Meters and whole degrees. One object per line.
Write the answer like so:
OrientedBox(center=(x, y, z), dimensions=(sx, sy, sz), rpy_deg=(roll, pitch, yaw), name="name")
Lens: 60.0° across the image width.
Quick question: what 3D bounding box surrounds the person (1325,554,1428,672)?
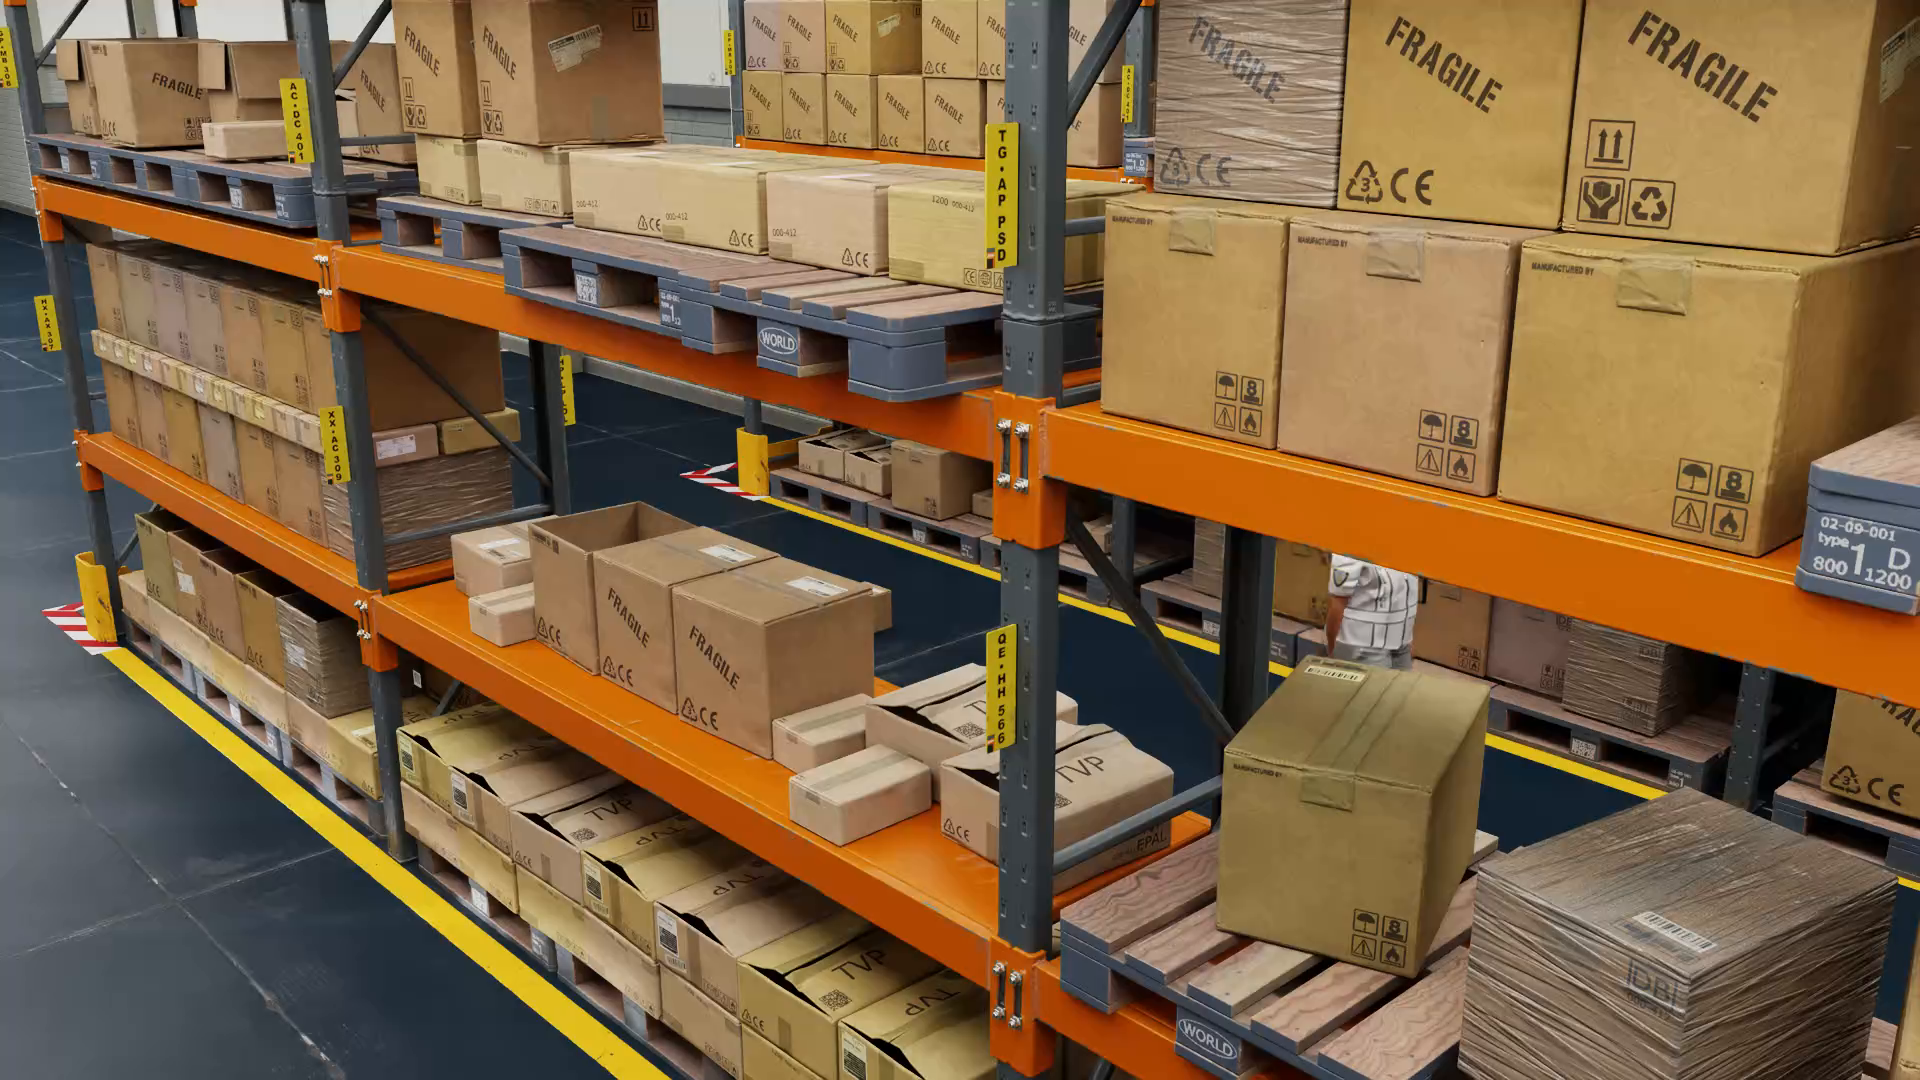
OrientedBox(center=(1.923, 0.479, 7.957), dimensions=(0.690, 1.645, 0.475), rpy_deg=(15, 23, 40), name="person")
